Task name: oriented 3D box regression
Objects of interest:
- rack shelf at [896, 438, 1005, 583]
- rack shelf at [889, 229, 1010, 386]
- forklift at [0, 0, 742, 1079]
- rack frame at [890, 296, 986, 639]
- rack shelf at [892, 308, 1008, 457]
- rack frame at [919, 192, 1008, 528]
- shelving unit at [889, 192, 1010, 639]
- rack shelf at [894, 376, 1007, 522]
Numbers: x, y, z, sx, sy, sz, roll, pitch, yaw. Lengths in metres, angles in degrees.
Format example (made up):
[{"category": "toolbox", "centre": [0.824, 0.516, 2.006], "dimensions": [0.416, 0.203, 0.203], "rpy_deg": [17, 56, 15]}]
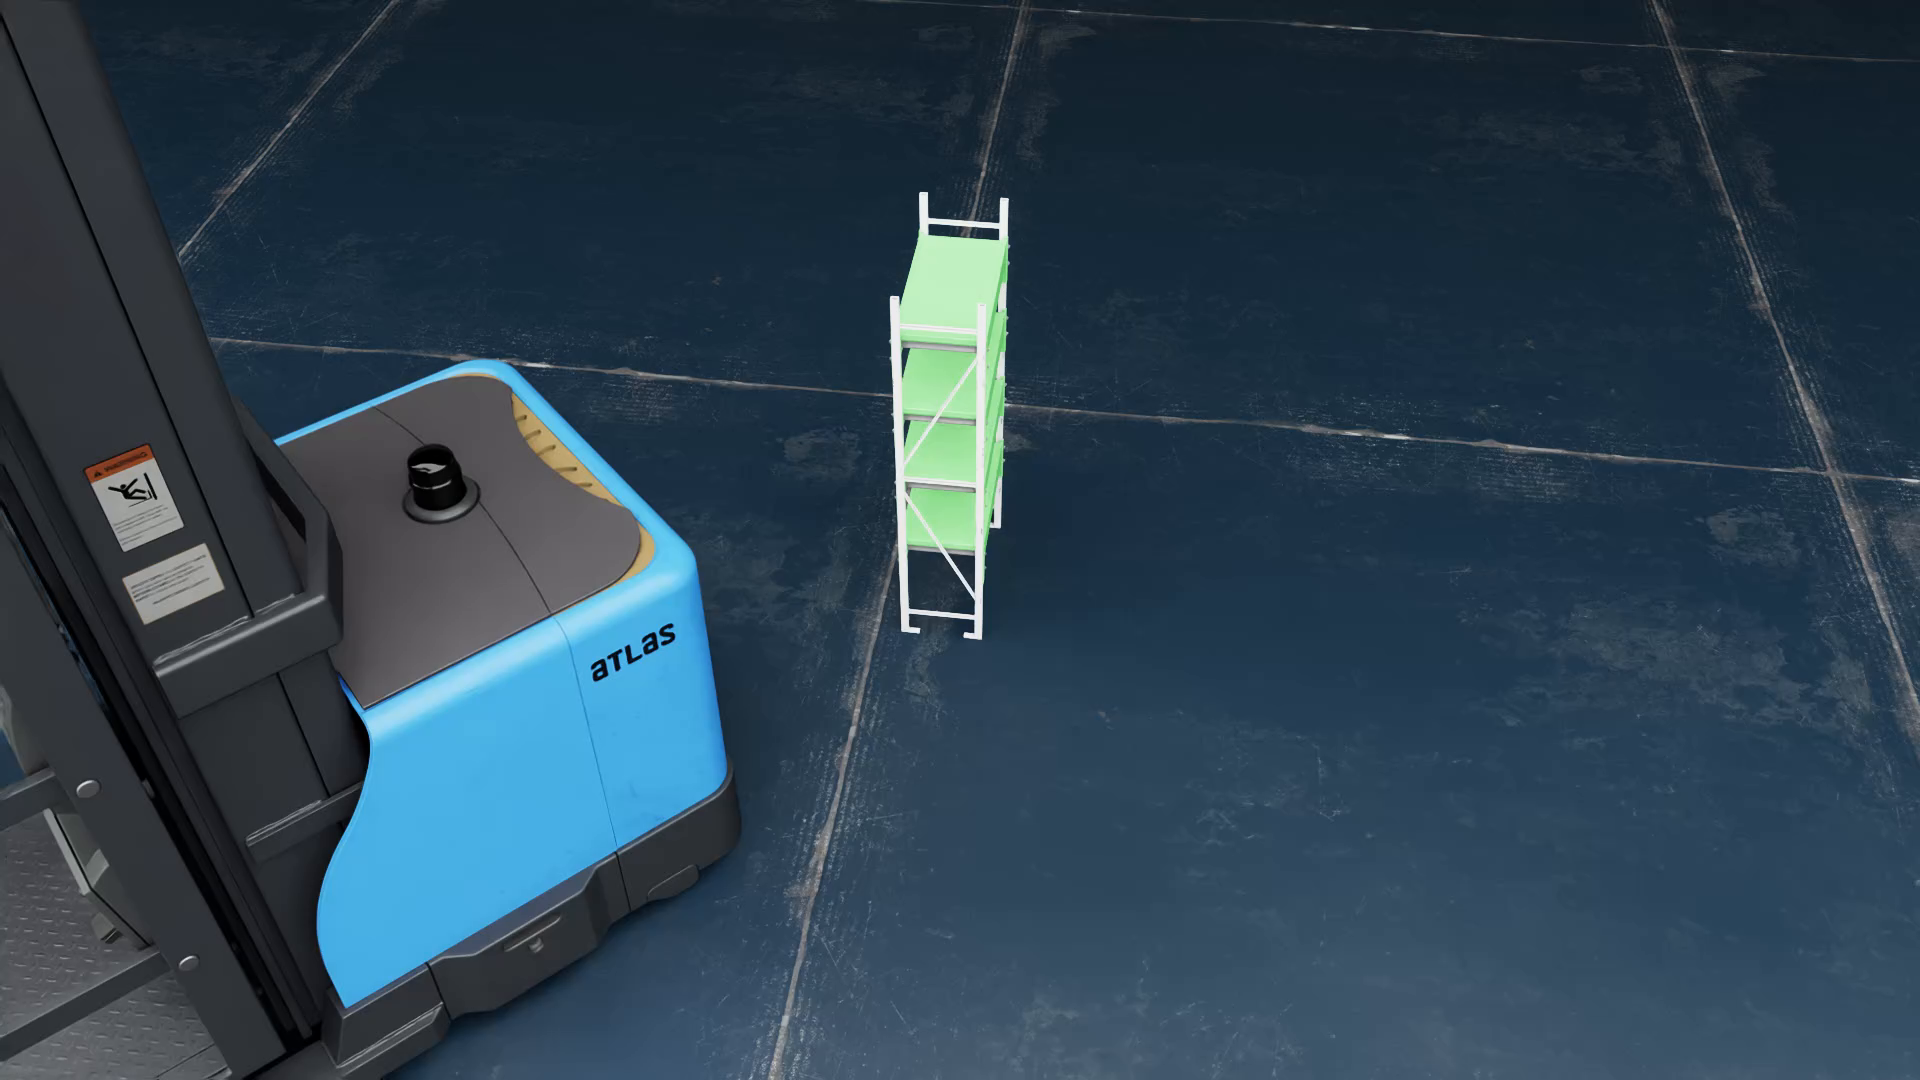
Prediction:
[{"category": "rack shelf", "centre": [-0.022, -0.102, 4.927], "dimensions": [0.258, 0.148, 0.480], "rpy_deg": [5, 44, 6]}, {"category": "rack shelf", "centre": [-0.022, -0.625, 4.432], "dimensions": [0.258, 0.148, 0.480], "rpy_deg": [5, 44, 6]}, {"category": "forklift", "centre": [-2.039, 0.124, 2.988], "dimensions": [3.031, 2.935, 1.130], "rpy_deg": [-29, 50, -27]}, {"category": "rack frame", "centre": [-0.054, -0.157, 4.543], "dimensions": [0.240, 1.200, 0.015], "rpy_deg": [5, 44, 6]}, {"category": "rack shelf", "centre": [-0.022, -0.451, 4.597], "dimensions": [0.258, 0.148, 0.480], "rpy_deg": [5, 44, 6]}, {"category": "rack frame", "centre": [0.010, -0.489, 4.894], "dimensions": [0.240, 1.200, 0.015], "rpy_deg": [5, 44, 6]}, {"category": "shelving unit", "centre": [-0.022, -0.323, 4.718], "dimensions": [0.258, 1.200, 0.503], "rpy_deg": [5, 44, 6]}, {"category": "rack shelf", "centre": [-0.022, -0.276, 4.762], "dimensions": [0.258, 0.148, 0.480], "rpy_deg": [5, 44, 6]}]
